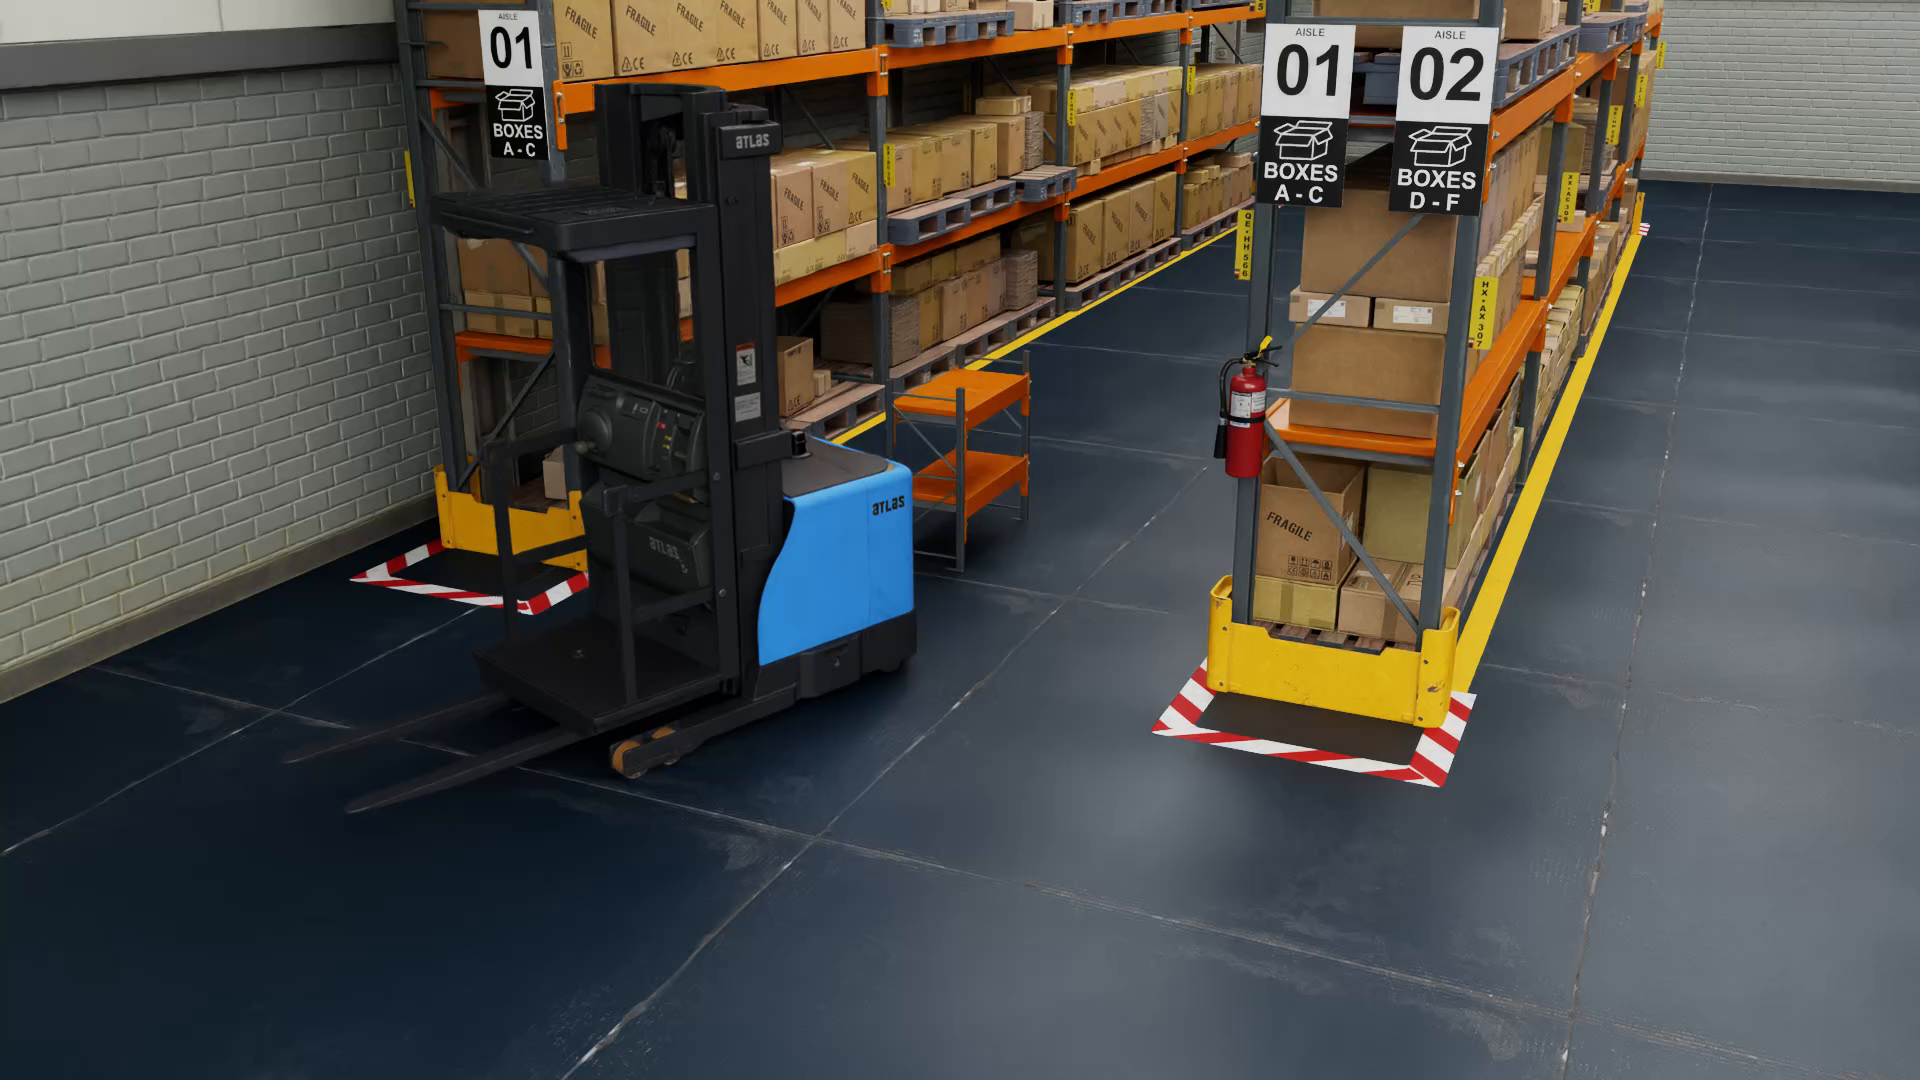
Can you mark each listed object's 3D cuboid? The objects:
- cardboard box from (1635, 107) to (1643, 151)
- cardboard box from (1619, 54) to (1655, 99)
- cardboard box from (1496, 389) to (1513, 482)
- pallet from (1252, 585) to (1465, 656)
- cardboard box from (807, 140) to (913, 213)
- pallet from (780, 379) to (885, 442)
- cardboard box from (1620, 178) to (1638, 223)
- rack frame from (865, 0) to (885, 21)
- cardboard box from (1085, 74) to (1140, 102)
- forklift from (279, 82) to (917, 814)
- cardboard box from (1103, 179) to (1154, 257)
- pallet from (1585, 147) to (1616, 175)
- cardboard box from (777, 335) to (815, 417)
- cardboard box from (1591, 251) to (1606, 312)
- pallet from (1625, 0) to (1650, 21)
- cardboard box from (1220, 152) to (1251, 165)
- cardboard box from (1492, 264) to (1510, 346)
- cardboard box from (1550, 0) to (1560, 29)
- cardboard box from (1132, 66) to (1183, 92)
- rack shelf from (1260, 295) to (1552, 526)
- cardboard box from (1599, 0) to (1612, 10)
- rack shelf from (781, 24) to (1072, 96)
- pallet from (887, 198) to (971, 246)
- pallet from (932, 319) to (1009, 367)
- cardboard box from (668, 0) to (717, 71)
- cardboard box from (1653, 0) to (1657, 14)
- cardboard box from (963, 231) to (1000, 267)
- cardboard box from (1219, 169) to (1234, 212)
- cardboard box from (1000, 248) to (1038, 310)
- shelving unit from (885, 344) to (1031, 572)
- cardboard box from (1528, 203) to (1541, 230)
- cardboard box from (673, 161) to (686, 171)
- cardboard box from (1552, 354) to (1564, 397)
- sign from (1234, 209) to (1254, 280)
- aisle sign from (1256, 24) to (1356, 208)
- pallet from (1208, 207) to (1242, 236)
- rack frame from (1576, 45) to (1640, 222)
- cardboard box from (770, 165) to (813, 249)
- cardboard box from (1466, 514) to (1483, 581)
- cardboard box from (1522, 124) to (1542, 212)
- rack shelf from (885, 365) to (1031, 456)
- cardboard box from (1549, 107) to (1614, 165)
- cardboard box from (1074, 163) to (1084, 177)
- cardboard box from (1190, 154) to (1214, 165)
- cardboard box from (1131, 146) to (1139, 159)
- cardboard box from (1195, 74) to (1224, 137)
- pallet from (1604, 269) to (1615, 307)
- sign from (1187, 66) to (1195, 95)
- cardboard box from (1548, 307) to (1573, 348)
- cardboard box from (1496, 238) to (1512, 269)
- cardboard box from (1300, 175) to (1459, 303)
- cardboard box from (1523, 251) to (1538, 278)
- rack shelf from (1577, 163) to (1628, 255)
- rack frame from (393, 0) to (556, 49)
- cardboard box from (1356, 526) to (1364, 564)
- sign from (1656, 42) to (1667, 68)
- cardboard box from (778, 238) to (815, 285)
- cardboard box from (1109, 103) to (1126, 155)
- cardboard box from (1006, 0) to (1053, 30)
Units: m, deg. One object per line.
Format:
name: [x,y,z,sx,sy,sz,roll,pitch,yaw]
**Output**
cardboard box: [7.620,-4.791,19.314,0.500,0.500,0.500,8,21,22]
cardboard box: [8.041,-5.569,20.011,0.500,0.500,0.500,9,22,24]
cardboard box: [3.066,-0.649,10.176,0.500,0.500,0.500,9,21,23]
pallet: [2.110,0.427,8.953,1.003,0.211,1.213,9,21,23]
cardboard box: [-0.809,-2.954,13.493,0.700,0.500,0.500,9,21,23]
pallet: [-1.291,-1.025,13.035,1.003,0.211,1.213,9,21,23]
cardboard box: [8.389,-4.368,21.348,0.500,0.500,0.500,9,21,23]
rack frame: [-1.048,-5.375,12.154,1.000,3.000,0.127,9,21,23]
cardboard box: [1.635,-4.900,18.027,0.500,0.250,0.500,8,21,22]
forklift: [-1.623,-0.506,7.517,3.031,2.935,1.130,-18,27,-42]
cardboard box: [1.719,-3.691,18.951,0.750,0.750,0.750,9,22,24]
pallet: [6.322,-3.996,17.515,1.003,0.211,1.213,9,21,23]
cardboard box: [-1.437,-1.256,12.596,0.500,0.500,0.500,7,21,19]
cardboard box: [5.977,-2.536,16.197,0.500,0.500,0.500,8,21,22]
pallet: [6.418,-5.451,17.123,1.213,0.211,1.003,9,21,23]
cardboard box: [3.784,-5.251,22.893,0.380,0.149,0.250,8,21,22]
cardboard box: [2.878,-1.466,9.965,0.700,0.500,0.500,9,21,24]
cardboard box: [3.228,-3.023,9.554,0.380,0.149,0.250,9,21,23]
cardboard box: [2.270,-5.366,19.340,0.500,0.250,0.500,9,22,24]
rack shelf: [2.654,-0.920,9.652,1.077,0.370,4.000,9,21,23]
cardboard box: [5.259,-4.691,14.558,0.910,0.500,0.500,9,21,23]
rack shelf: [-0.229,-4.234,14.496,1.077,0.370,4.000,9,21,23]
pallet: [-0.602,-2.672,13.792,1.003,0.211,1.213,9,21,23]
pallet: [-0.232,-1.847,15.348,1.003,0.211,1.213,9,21,23]
cardboard box: [-1.860,-3.182,10.285,0.500,0.500,0.500,10,22,25]
cardboard box: [7.790,-6.231,19.261,0.500,0.250,0.500,9,21,23]
cardboard box: [0.052,-2.761,15.712,0.500,0.250,0.500,9,21,24]
cardboard box: [3.260,-4.703,22.319,0.700,0.500,0.500,8,21,21]
cardboard box: [0.343,-2.574,16.303,0.700,0.500,0.500,9,21,23]
shelving unit: [0.003,-0.532,10.286,0.538,1.125,1.048,9,21,23]
cardboard box: [3.557,-2.110,10.809,0.380,0.149,0.250,9,21,23]
cardboard box: [-1.856,-2.417,11.862,0.500,0.500,0.500,9,22,24]
cardboard box: [4.493,-1.332,13.214,0.500,0.250,0.500,9,21,24]
sign: [1.345,-1.383,7.800,0.100,0.325,0.005,9,21,23]
aisle sign: [1.540,-1.892,7.434,0.394,0.787,0.004,9,21,23]
pallet: [3.109,-4.276,22.179,1.003,0.211,1.213,9,21,23]
rack frame: [6.749,-4.316,18.127,1.000,3.000,0.127,9,21,23]
cardboard box: [-1.375,-2.348,11.669,0.500,0.500,0.500,8,21,21]
cardboard box: [2.664,0.011,9.439,0.500,0.250,0.500,9,21,23]
cardboard box: [3.297,-2.392,10.633,0.700,0.500,0.500,9,21,23]
rack shelf: [0.003,-0.808,10.188,0.538,0.278,1.000,9,21,23]
cardboard box: [6.081,-4.012,16.498,0.700,0.500,0.500,3,20,9]
cardboard box: [1.047,-3.807,17.043,0.380,0.149,0.250,9,21,23]
cardboard box: [3.230,-5.149,22.607,0.380,0.149,0.250,9,21,23]
cardboard box: [1.787,-4.361,18.599,0.380,0.149,0.250,8,21,21]
cardboard box: [2.769,-5.522,21.071,0.980,0.700,0.700,8,21,21]
pallet: [6.450,-2.748,17.881,1.003,0.211,1.213,9,21,23]
sign: [2.727,-5.431,19.654,0.100,0.325,0.005,9,21,23]
cardboard box: [4.705,-1.752,13.558,0.500,0.311,0.500,8,21,22]
cardboard box: [2.929,-1.641,9.489,0.380,0.149,0.250,9,22,24]
cardboard box: [2.059,-1.463,8.020,0.700,0.500,0.500,9,21,23]
cardboard box: [4.022,-1.995,11.976,0.380,0.149,0.250,9,21,23]
rack shelf: [5.930,-3.365,16.529,1.077,0.370,4.000,9,21,23]
rack frame: [-2.686,-4.153,8.715,1.000,3.000,0.127,9,21,23]
cardboard box: [1.979,0.091,9.212,0.500,0.250,0.500,9,21,23]
sign: [8.885,-6.151,21.087,0.100,0.325,0.005,9,21,23]
cardboard box: [-1.369,-1.994,11.793,0.500,0.250,0.500,8,21,22]
cardboard box: [1.449,-4.392,17.719,0.500,0.500,0.500,8,21,22]
cardboard box: [0.541,-4.895,15.383,0.500,0.311,0.500,9,21,23]
